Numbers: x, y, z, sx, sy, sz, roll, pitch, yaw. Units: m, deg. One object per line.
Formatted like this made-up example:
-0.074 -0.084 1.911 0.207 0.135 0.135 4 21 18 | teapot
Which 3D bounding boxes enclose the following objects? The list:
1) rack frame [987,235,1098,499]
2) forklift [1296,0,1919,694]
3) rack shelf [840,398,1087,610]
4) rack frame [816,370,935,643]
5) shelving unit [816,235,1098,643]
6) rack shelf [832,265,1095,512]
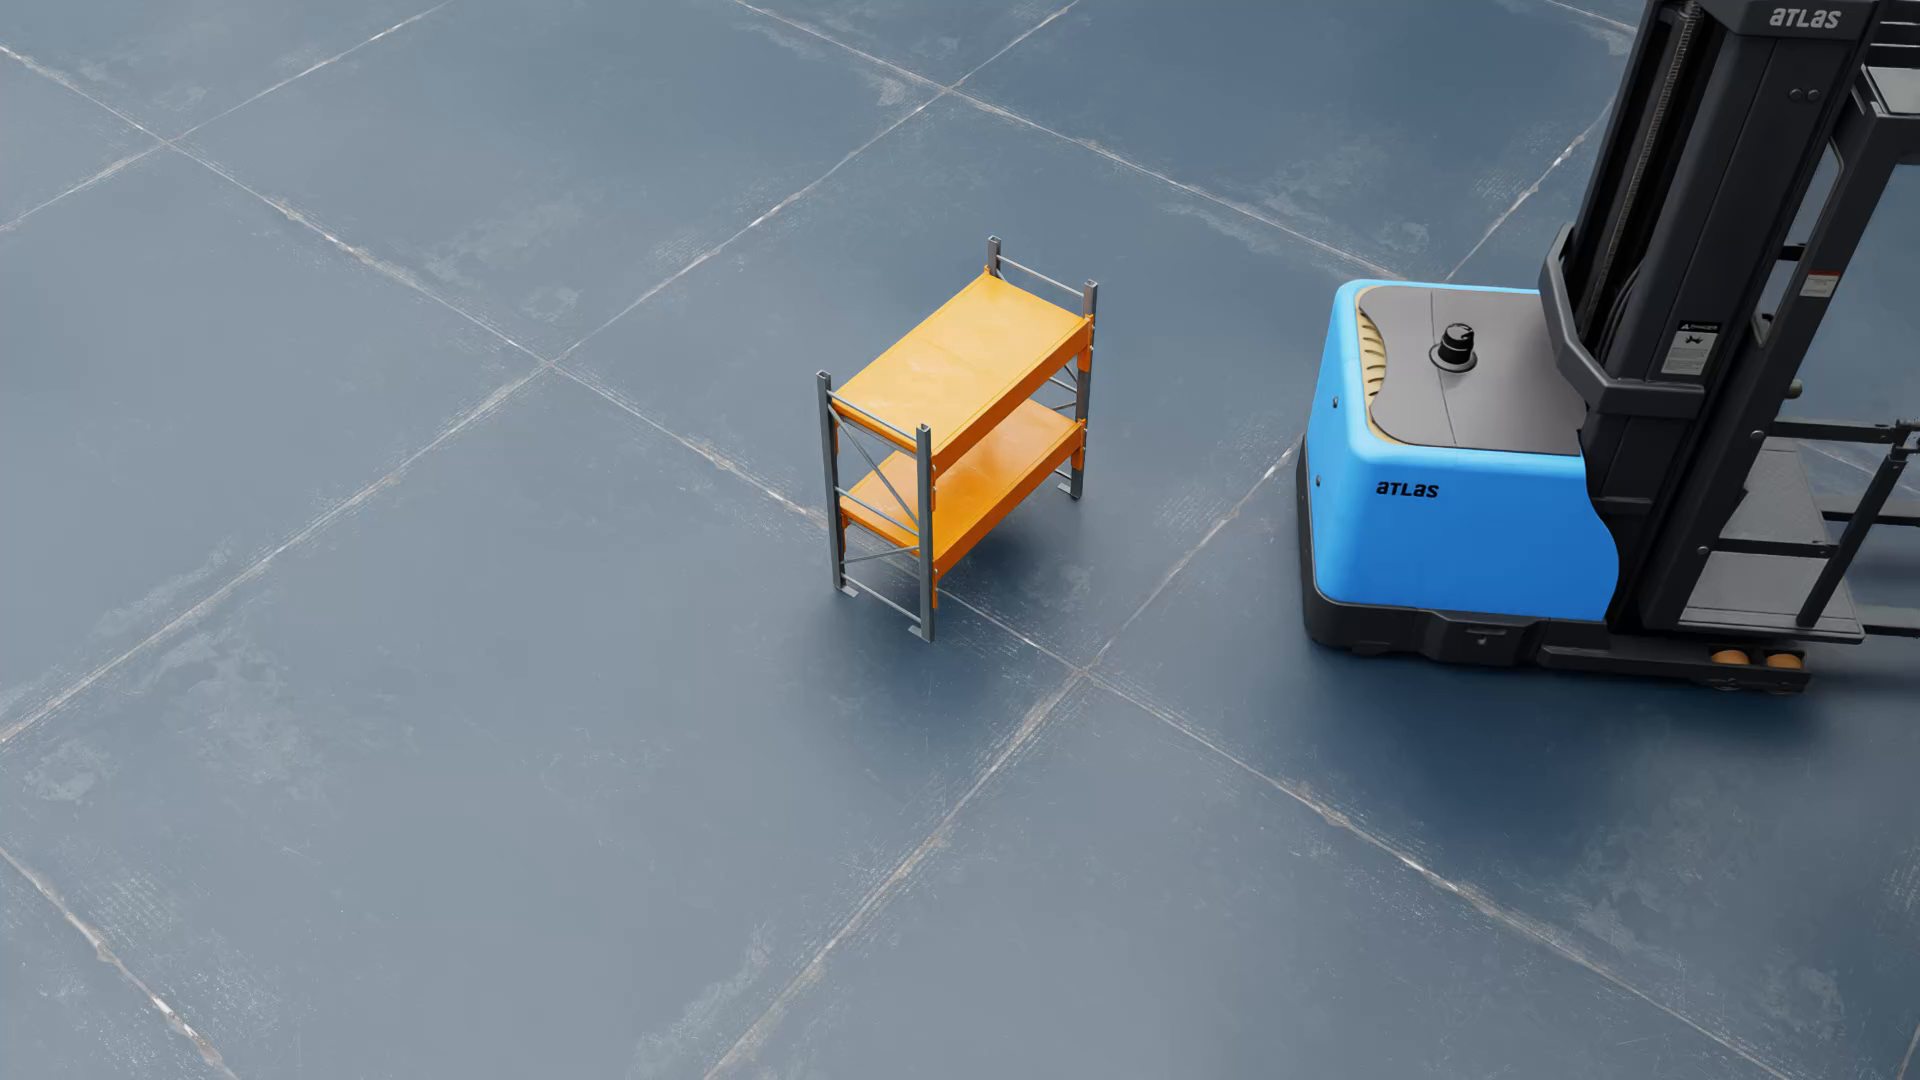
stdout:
0.315 -0.683 6.790 0.500 1.125 0.032 29 53 25 | rack frame
2.894 -0.829 5.680 3.031 2.935 1.130 4 46 4 | forklift
0.004 -0.224 6.688 0.538 0.278 1.000 29 53 25 | rack shelf
-0.307 -0.102 6.234 0.500 1.125 0.032 29 53 25 | rack frame
0.004 -0.392 6.512 0.538 1.125 1.048 29 53 25 | shelving unit
0.004 -0.595 6.300 0.538 0.278 1.000 29 53 25 | rack shelf
